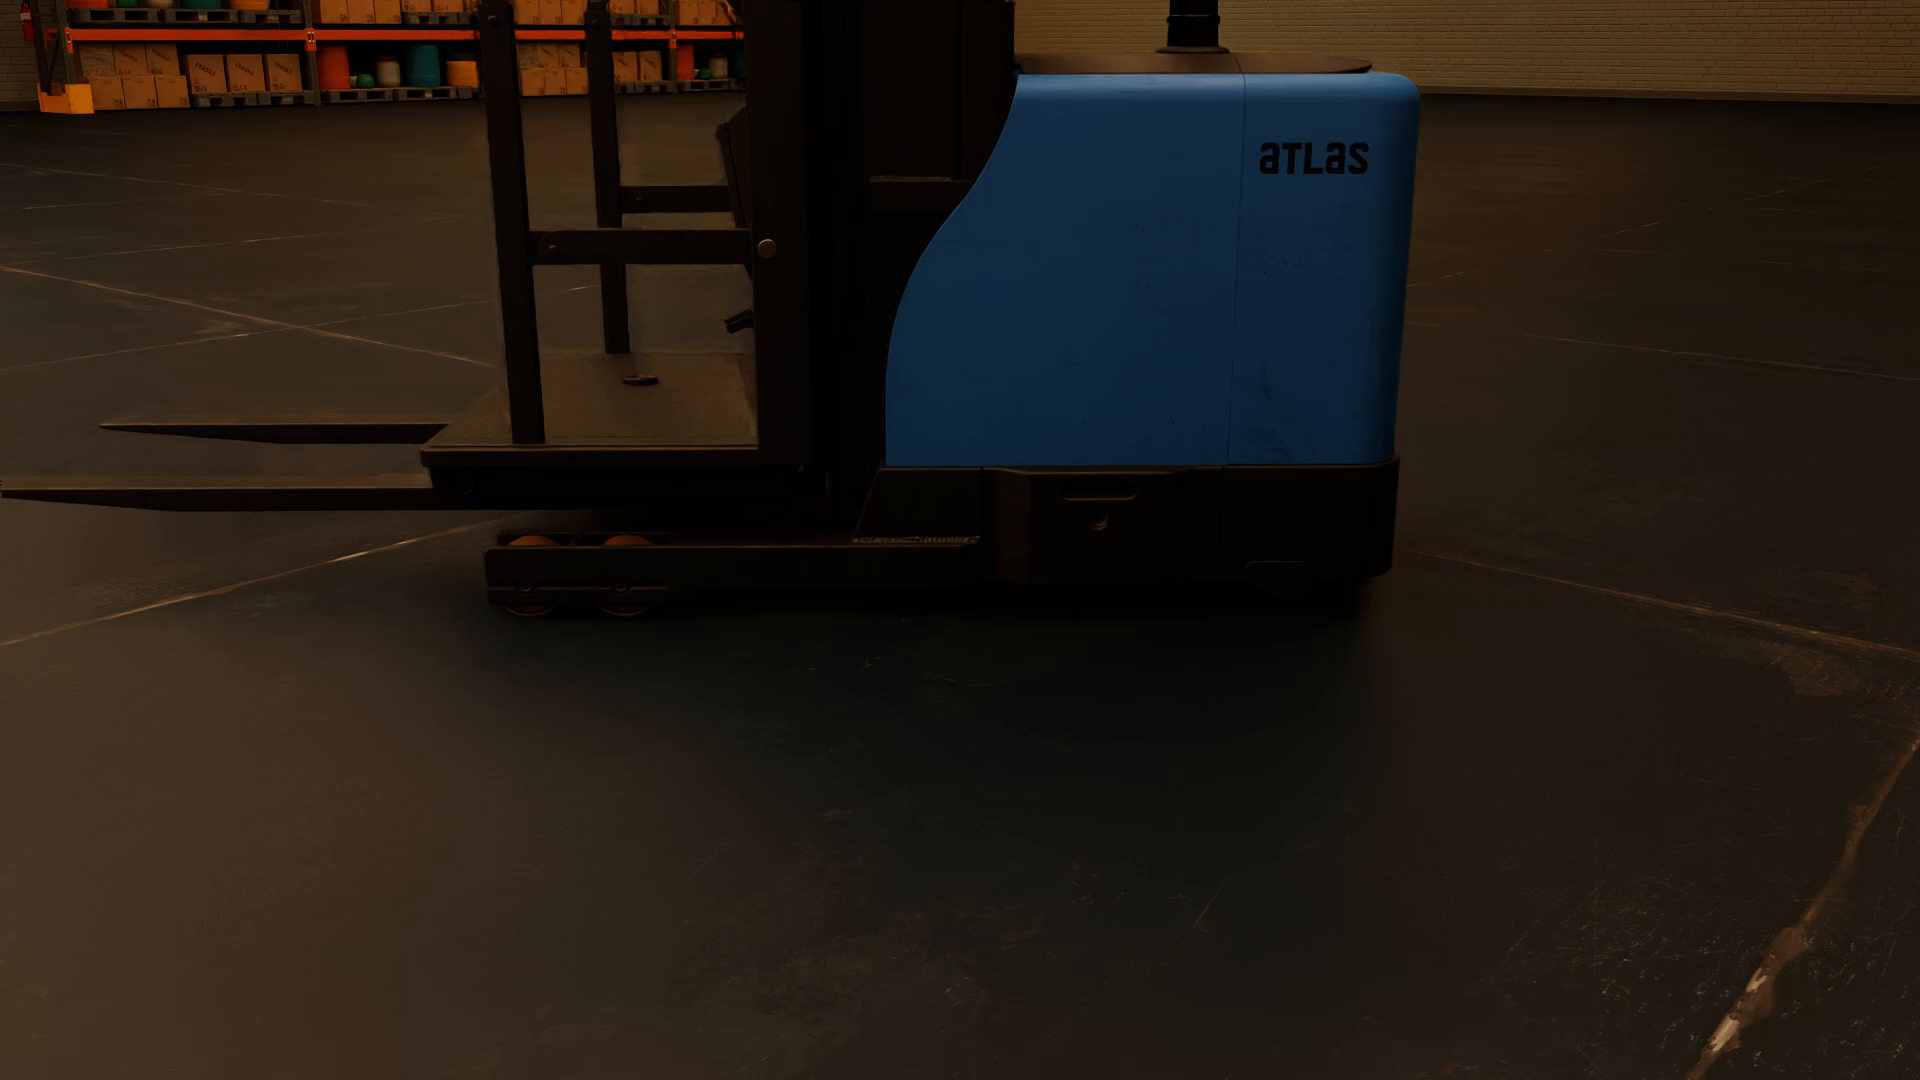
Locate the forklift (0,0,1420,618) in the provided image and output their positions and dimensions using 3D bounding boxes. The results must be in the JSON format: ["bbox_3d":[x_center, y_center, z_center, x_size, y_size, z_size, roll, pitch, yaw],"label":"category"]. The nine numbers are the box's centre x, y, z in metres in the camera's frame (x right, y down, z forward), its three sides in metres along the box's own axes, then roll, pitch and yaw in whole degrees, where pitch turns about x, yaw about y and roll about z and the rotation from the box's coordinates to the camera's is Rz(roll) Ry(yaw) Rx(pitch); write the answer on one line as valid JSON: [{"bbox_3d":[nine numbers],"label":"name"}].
[{"bbox_3d":[-0.611,-1.398,3.503,3.031,2.935,1.130,0,17,-1],"label":"forklift"}]
